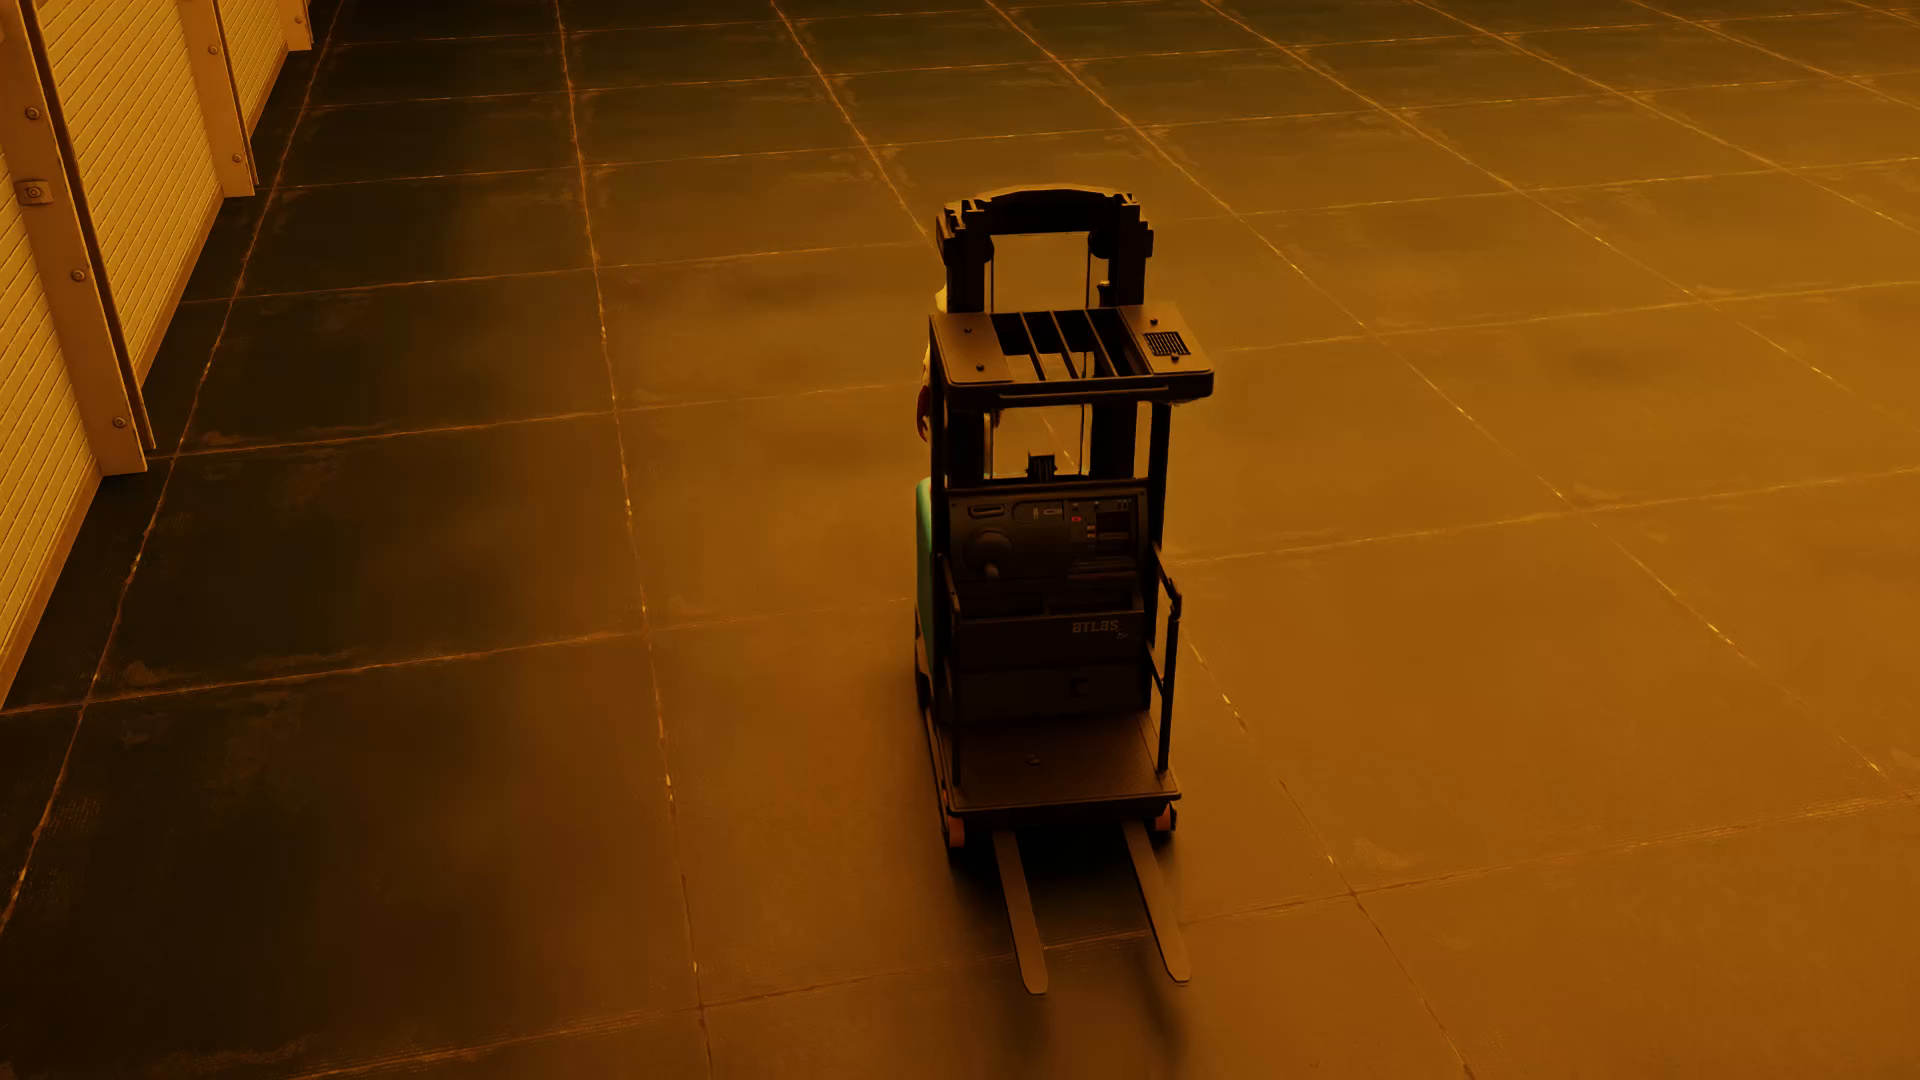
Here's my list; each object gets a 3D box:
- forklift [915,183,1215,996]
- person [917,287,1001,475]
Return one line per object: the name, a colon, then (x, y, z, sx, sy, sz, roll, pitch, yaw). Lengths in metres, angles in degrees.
forklift: (0.440, 0.020, 7.540, 1.130, 2.935, 3.031, -4, 30, -6)
person: (0.002, -0.779, 10.139, 0.569, 1.695, 0.528, -7, 31, -12)
